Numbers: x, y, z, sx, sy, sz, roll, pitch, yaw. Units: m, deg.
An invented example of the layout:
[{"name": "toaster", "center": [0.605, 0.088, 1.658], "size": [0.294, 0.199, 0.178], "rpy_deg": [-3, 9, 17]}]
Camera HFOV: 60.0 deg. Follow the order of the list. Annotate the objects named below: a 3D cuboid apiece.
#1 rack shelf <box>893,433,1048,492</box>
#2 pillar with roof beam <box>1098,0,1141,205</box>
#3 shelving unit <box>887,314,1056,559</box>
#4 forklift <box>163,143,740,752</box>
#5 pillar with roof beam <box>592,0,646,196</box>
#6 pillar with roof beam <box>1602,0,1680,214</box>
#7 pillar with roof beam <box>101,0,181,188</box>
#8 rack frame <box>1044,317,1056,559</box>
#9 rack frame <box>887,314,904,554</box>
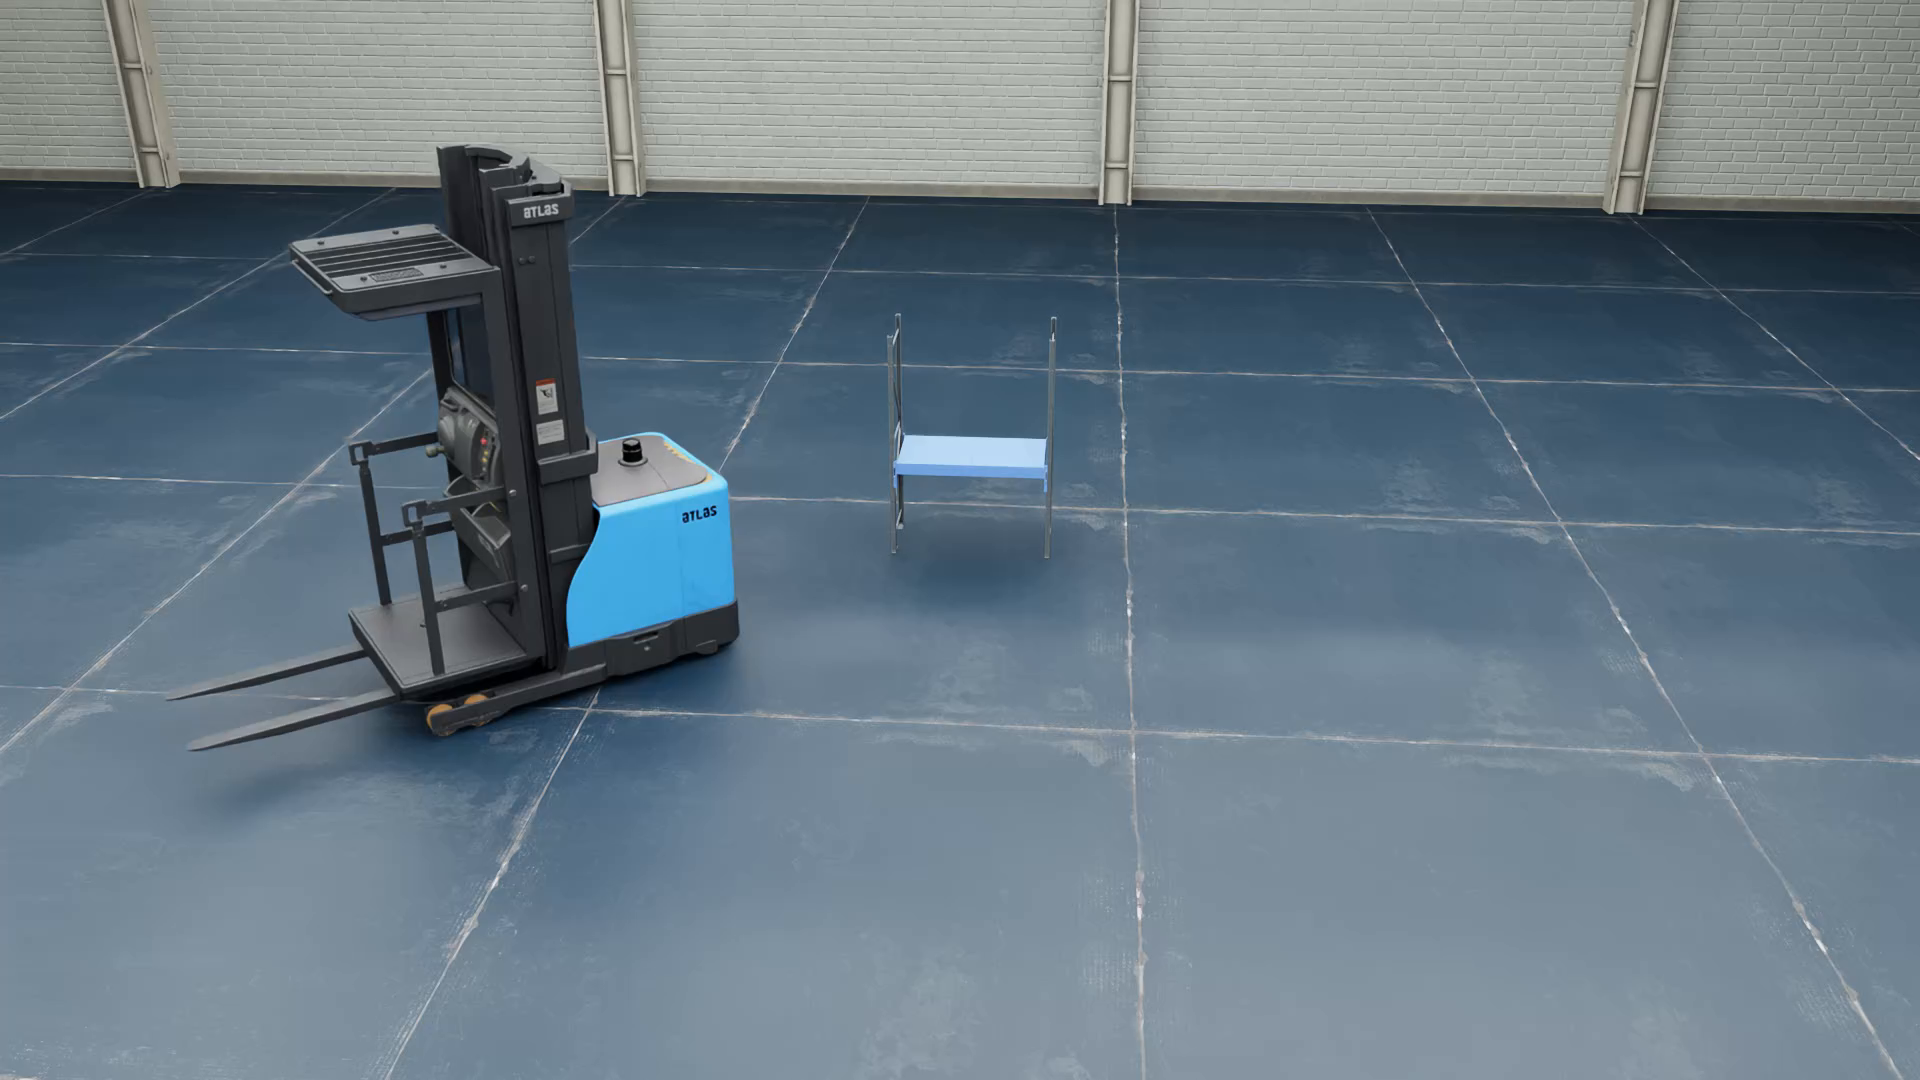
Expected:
[{"name": "rack shelf", "center": [0.085, -0.515, 11.006], "size": [1.000, 0.185, 0.538], "rpy_deg": [2, 25, 4]}, {"name": "pillar with roof beam", "center": [1.549, -6.391, 14.375], "size": [0.400, 9.000, 9.100], "rpy_deg": [2, 25, 4]}, {"name": "shelving unit", "center": [0.085, -0.679, 10.931], "size": [1.048, 1.500, 0.538], "rpy_deg": [2, 25, 4]}, {"name": "forklift", "center": [-2.820, -0.527, 8.889], "size": [3.031, 2.935, 1.130], "rpy_deg": [-15, 29, -30]}, {"name": "pillar with roof beam", "center": [-4.434, -6.583, 14.792], "size": [0.400, 9.000, 9.100], "rpy_deg": [2, 25, 4]}, {"name": "pillar with roof beam", "center": [7.531, -6.199, 13.958], "size": [0.400, 9.000, 9.100], "rpy_deg": [2, 25, 4]}, {"name": "pillar with roof beam", "center": [-10.416, -6.775, 15.209], "size": [0.400, 9.000, 9.100], "rpy_deg": [2, 25, 4]}, {"name": "rack frame", "center": [0.592, -0.662, 10.895], "size": [0.032, 1.500, 0.500], "rpy_deg": [2, 25, 4]}, {"name": "rack frame", "center": [-0.422, -0.695, 10.966], "size": [0.032, 1.500, 0.500], "rpy_deg": [2, 25, 4]}]
